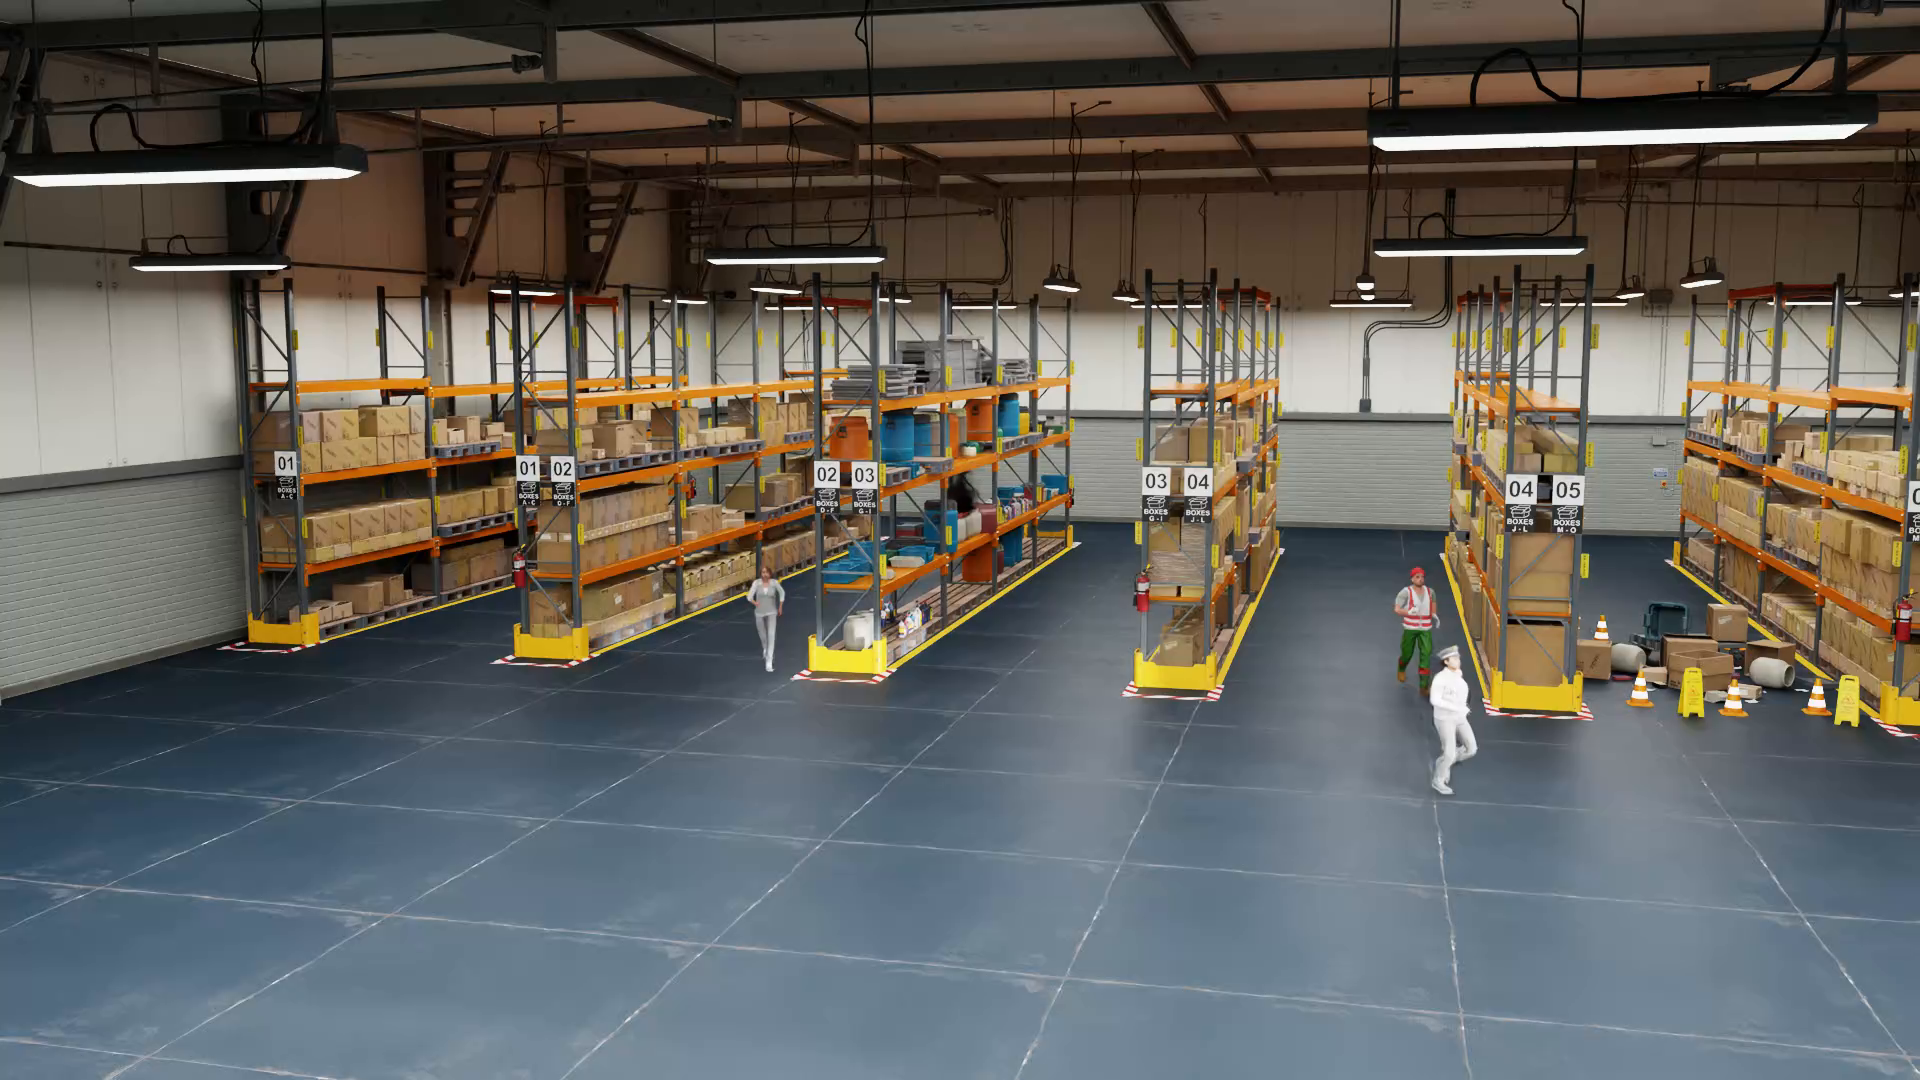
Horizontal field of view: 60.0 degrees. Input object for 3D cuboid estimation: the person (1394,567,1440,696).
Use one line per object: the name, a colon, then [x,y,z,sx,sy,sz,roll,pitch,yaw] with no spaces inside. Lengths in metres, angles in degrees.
person: [6.500,1.263,23.666,0.666,1.763,0.985,0,7,-1]

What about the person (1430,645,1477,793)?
person: [5.457,1.982,18.358,0.667,1.667,0.526,-5,9,-37]

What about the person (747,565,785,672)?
person: [-2.979,1.168,25.562,0.576,1.601,0.823,0,7,-3]
